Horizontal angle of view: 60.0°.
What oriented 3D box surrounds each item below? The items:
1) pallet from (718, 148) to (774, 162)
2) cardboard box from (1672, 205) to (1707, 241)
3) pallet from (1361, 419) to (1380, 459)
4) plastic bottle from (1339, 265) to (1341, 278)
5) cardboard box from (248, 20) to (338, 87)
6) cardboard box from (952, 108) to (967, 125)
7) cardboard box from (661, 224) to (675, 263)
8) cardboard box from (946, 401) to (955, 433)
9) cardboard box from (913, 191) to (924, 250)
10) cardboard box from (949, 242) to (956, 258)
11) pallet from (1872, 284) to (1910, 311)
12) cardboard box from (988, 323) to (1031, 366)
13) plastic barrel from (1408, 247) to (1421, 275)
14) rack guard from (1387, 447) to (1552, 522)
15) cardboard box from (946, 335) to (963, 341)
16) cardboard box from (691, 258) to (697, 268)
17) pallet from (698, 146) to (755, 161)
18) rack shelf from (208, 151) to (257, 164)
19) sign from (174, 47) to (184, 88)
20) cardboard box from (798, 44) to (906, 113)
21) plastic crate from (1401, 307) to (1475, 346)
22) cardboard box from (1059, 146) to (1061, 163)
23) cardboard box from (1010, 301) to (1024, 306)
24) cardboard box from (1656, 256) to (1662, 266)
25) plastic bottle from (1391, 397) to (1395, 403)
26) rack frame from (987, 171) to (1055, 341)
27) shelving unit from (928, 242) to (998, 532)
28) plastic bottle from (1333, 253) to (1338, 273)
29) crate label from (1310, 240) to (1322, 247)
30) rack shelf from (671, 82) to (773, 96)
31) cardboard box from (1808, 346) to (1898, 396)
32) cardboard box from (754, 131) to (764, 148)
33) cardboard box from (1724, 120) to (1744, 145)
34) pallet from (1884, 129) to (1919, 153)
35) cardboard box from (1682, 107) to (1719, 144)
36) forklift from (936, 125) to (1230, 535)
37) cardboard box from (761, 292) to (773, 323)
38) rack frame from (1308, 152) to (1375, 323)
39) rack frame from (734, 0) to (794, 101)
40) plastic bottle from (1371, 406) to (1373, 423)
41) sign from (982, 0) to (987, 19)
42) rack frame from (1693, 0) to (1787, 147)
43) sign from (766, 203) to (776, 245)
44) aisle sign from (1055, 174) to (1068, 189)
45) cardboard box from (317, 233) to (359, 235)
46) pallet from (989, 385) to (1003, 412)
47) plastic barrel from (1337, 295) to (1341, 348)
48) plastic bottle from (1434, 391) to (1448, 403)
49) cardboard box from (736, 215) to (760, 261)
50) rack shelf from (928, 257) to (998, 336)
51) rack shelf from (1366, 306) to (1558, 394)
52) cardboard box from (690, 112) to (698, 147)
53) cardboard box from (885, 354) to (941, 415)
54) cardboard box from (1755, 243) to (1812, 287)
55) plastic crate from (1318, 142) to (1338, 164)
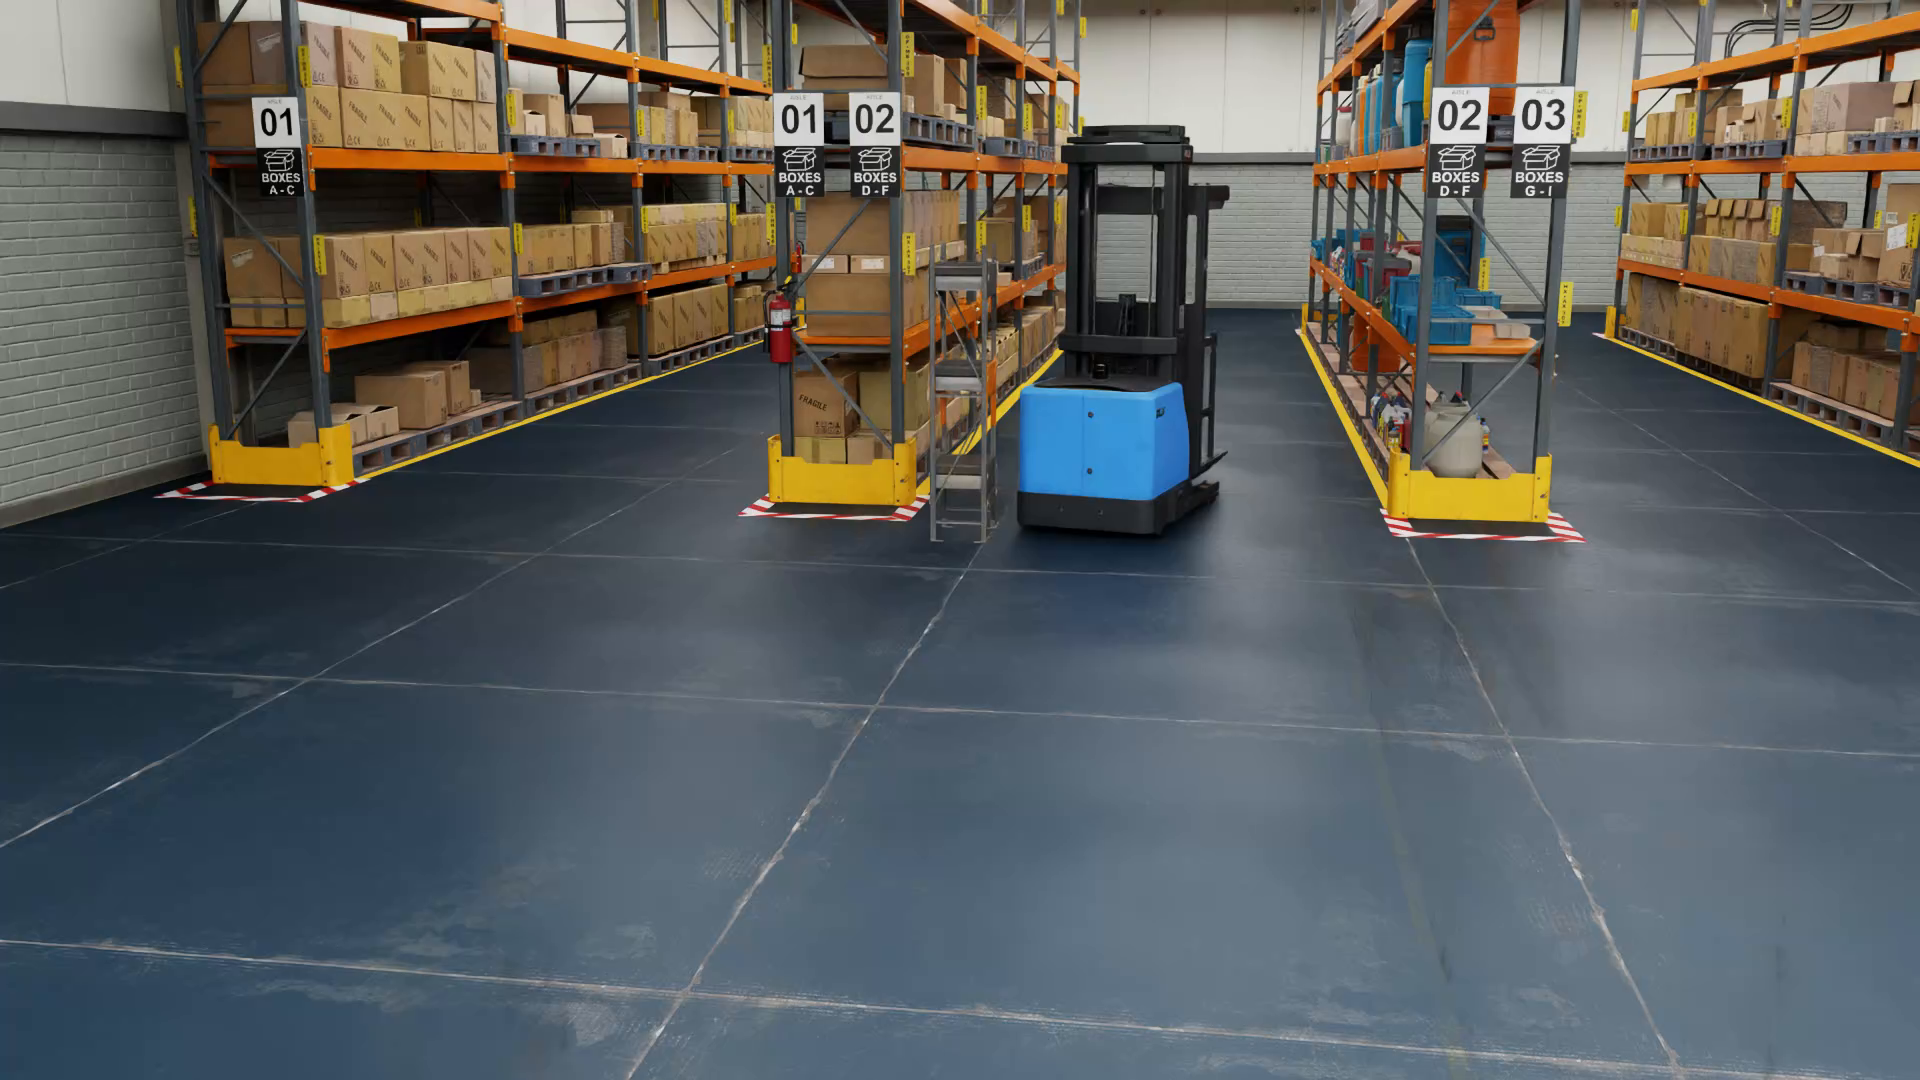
[{"bbox_3d":[-3.672,-6.300,27.199,1.003,0.211,1.213,2,12,9],"label":"pallet"},{"bbox_3d":[10.492,-4.516,23.697,0.500,0.500,0.500,2,12,10],"label":"cardboard box"},{"bbox_3d":[4.416,-0.966,15.976,1.003,0.211,1.213,2,12,9],"label":"pallet"},{"bbox_3d":[4.993,-3.515,21.654,0.097,0.201,0.097,0,12,0],"label":"plastic bottle"},{"bbox_3d":[-5.544,-4.042,13.852,0.500,0.500,0.500,1,12,5],"label":"cardboard box"},{"bbox_3d":[-0.229,-4.355,17.323,0.500,0.250,0.500,3,13,15],"label":"cardboard box"},{"bbox_3d":[-4.196,-4.027,22.569,0.500,0.500,0.500,2,12,11],"label":"cardboard box"},{"bbox_3d":[-0.337,-1.178,15.871,0.500,0.250,0.500,2,12,9],"label":"cardboard box"},{"bbox_3d":[-0.703,-2.802,14.558,0.700,0.500,0.500,2,12,9],"label":"cardboard box"},{"bbox_3d":[-0.241,-2.826,16.208,0.380,0.149,0.250,2,12,7],"label":"cardboard box"},{"bbox_3d":[9.716,-2.368,16.317,1.003,0.211,1.213,2,12,9],"label":"pallet"},{"bbox_3d":[0.635,-2.540,21.551,0.500,0.500,0.500,2,12,11],"label":"cardboard box"},{"bbox_3d":[5.037,-2.879,17.910,0.433,0.535,0.433,0,12,0],"label":"plastic barrel"},{"bbox_3d":[3.911,-0.431,12.805,1.175,0.500,0.348,2,12,9],"label":"rack guard"},{"bbox_3d":[-0.242,-2.282,19.661,0.500,0.311,0.500,2,12,7],"label":"cardboard box"},{"bbox_3d":[-4.009,-3.999,23.977,0.380,0.149,0.250,2,12,7],"label":"cardboard box"},{"bbox_3d":[-3.862,-6.047,26.024,1.003,0.211,1.213,2,12,9],"label":"pallet"},{"bbox_3d":[-5.536,-3.583,15.622,0.919,0.124,3.809,2,12,9],"label":"rack shelf"},{"bbox_3d":[-6.389,-3.878,13.644,0.100,0.325,0.005,2,12,9],"label":"sign"},{"bbox_3d":[-0.856,-3.707,13.378,0.797,0.503,0.637,3,12,13],"label":"cardboard box"},{"bbox_3d":[3.727,-1.676,13.005,0.499,0.251,0.616,2,12,9],"label":"plastic crate"},{"bbox_3d":[1.298,-5.885,25.415,0.500,0.250,0.500,2,12,9],"label":"cardboard box"},{"bbox_3d":[0.705,-3.415,25.611,0.500,0.500,0.500,2,12,9],"label":"cardboard box"},{"bbox_3d":[10.566,-4.138,24.672,0.380,0.149,0.250,2,12,10],"label":"cardboard box"},{"bbox_3d":[4.161,-1.231,15.991,0.061,0.283,0.133,2,12,9],"label":"plastic bottle"},{"bbox_3d":[0.897,-4.295,24.801,1.000,3.000,0.127,2,12,9],"label":"rack frame"},{"bbox_3d":[0.026,-1.061,11.934,0.431,2.100,0.499,2,12,9],"label":"shelving unit"},{"bbox_3d":[5.201,-3.796,22.781,0.152,0.276,0.135,2,12,9],"label":"plastic bottle"},{"bbox_3d":[6.043,-4.873,27.738,0.416,0.233,0.303,2,12,9],"label":"crate label"},{"bbox_3d":[11.061,-7.791,24.499,30.688,2.011,4.000,2,12,9],"label":"rack shelf"},{"bbox_3d":[9.914,-1.877,18.473,0.700,0.500,0.500,1,12,4],"label":"cardboard box"},{"bbox_3d":[-3.467,-6.449,26.801,0.500,0.250,0.500,2,12,7],"label":"cardboard box"},{"bbox_3d":[10.428,-5.375,21.911,0.500,0.311,0.500,1,12,7],"label":"cardboard box"},{"bbox_3d":[9.655,-3.807,15.864,1.213,0.211,1.003,2,12,9],"label":"pallet"},{"bbox_3d":[10.746,-5.907,23.691,0.700,0.500,0.500,1,12,5],"label":"cardboard box"},{"bbox_3d":[1.145,-1.710,12.971,1.607,2.935,3.499,5,13,22],"label":"forklift"},{"bbox_3d":[-3.545,-3.912,27.964,0.700,0.500,0.500,1,12,7],"label":"cardboard box"},{"bbox_3d":[6.406,-4.966,27.916,1.000,3.000,0.127,2,12,9],"label":"rack frame"},{"bbox_3d":[-3.383,-8.220,28.774,1.000,3.000,0.127,2,12,9],"label":"rack frame"},{"bbox_3d":[4.063,-1.242,16.233,0.097,0.201,0.097,0,12,0],"label":"plastic bottle"},{"bbox_3d":[0.364,-7.744,24.161,0.100,0.325,0.005,2,12,9],"label":"sign"},{"bbox_3d":[10.685,-6.905,22.676,1.000,3.000,0.127,2,12,9],"label":"rack frame"},{"bbox_3d":[-1.482,-2.499,13.158,0.100,0.325,0.005,2,12,9],"label":"sign"},{"bbox_3d":[1.826,-6.402,28.410,0.394,0.787,0.004,2,12,9],"label":"aisle sign"},{"bbox_3d":[-5.819,-2.577,15.357,0.500,0.500,0.500,2,12,7],"label":"cardboard box"},{"bbox_3d":[-0.073,-1.675,19.266,1.003,0.211,1.213,2,12,9],"label":"pallet"},{"bbox_3d":[5.691,-3.200,23.706,0.600,0.901,0.708,2,12,9],"label":"plastic barrel"},{"bbox_3d":[4.604,-1.249,15.914,0.144,0.351,0.185,2,12,9],"label":"plastic bottle"},{"bbox_3d":[-3.781,-4.865,26.736,0.980,0.700,0.700,2,12,7],"label":"cardboard box"},{"bbox_3d":[0.025,-1.732,11.787,0.431,0.518,0.480,2,12,9],"label":"rack shelf"},{"bbox_3d":[4.253,-1.700,14.469,1.077,0.370,4.000,2,12,9],"label":"rack shelf"},{"bbox_3d":[-4.242,-6.005,24.335,0.700,0.500,0.500,1,12,6],"label":"cardboard box"},{"bbox_3d":[-0.413,-1.441,15.309,0.500,0.500,0.500,2,12,9],"label":"cardboard box"},{"bbox_3d":[9.901,-3.300,19.947,0.500,0.500,0.500,2,12,10],"label":"cardboard box"},{"bbox_3d":[5.900,-6.093,26.172,0.504,0.338,0.767,2,12,9],"label":"plastic crate"}]
